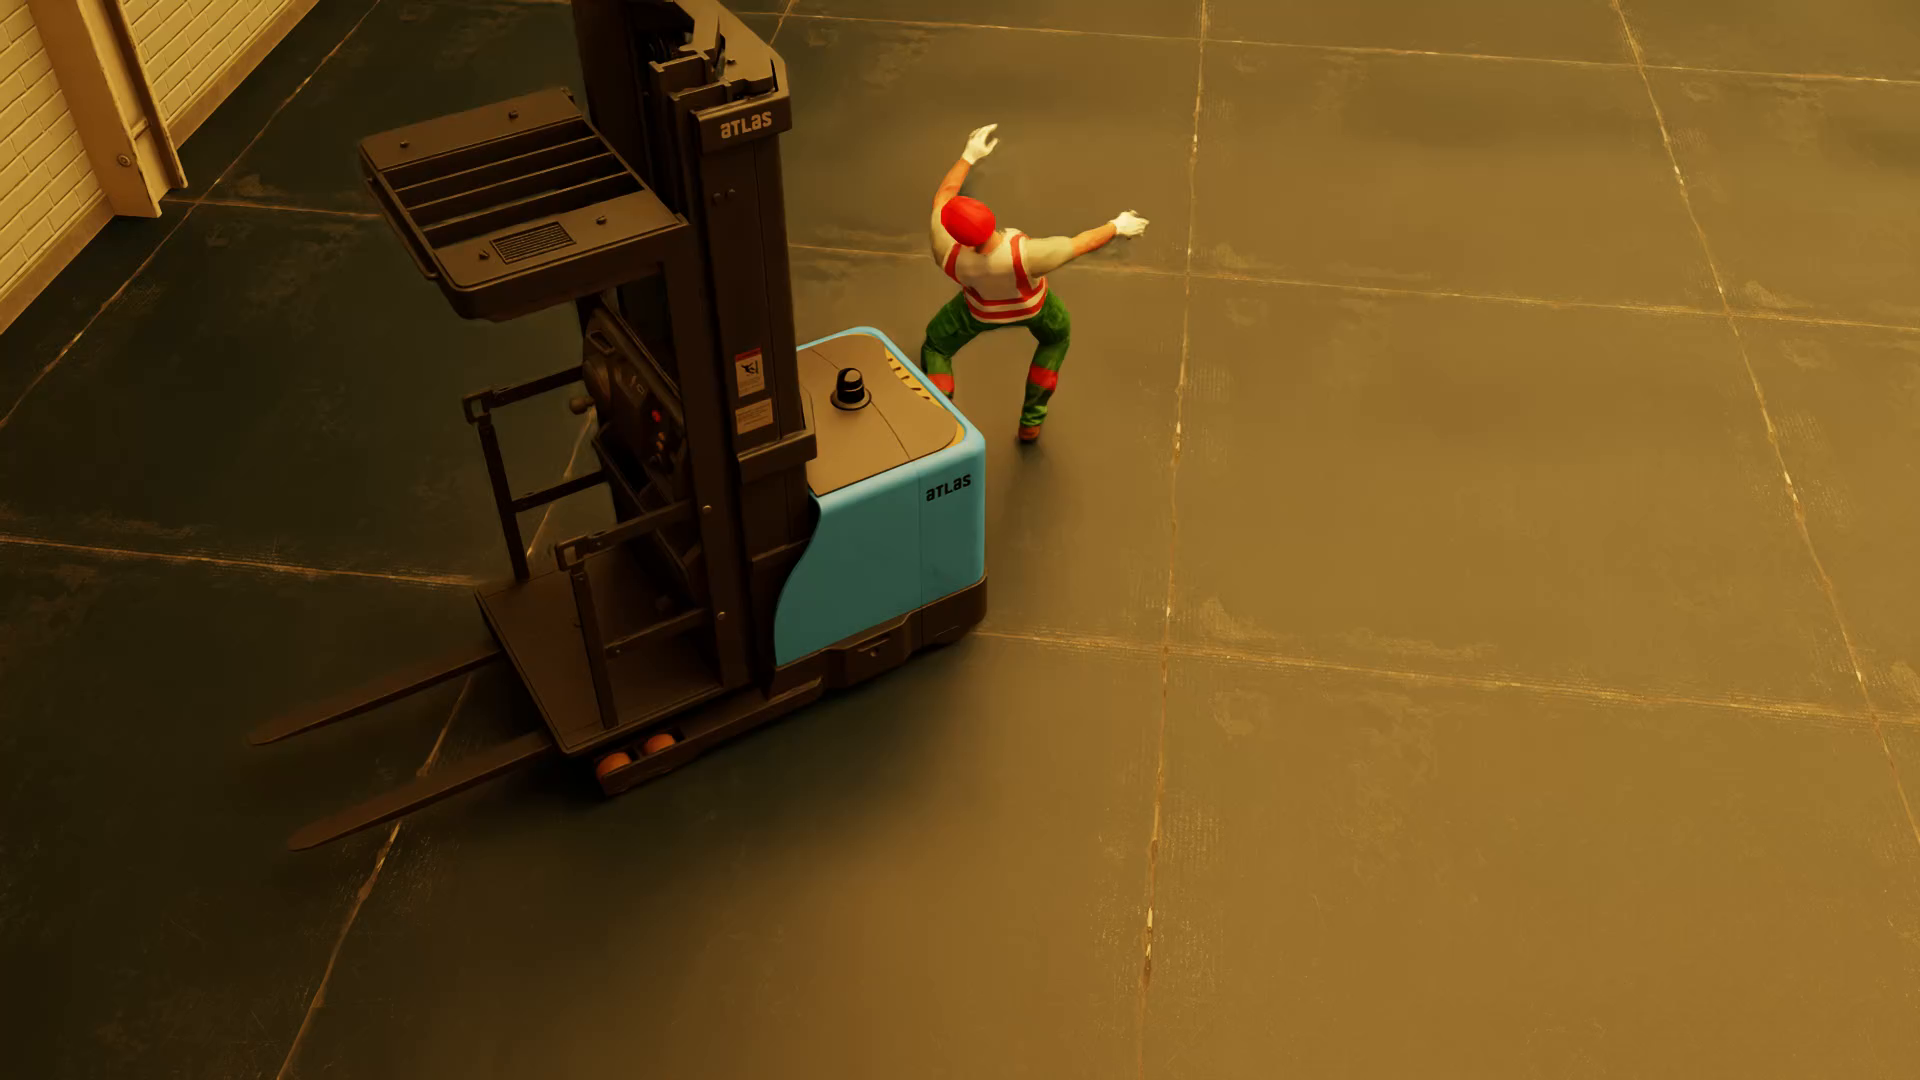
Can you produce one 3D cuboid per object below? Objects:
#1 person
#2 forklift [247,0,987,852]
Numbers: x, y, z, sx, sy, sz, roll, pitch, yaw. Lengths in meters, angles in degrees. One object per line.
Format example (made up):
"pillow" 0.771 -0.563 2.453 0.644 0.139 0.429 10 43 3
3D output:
"person" 0.349 -1.136 7.938 1.099 1.545 0.722 -3 43 -3
"forklift" -1.408 -0.462 6.227 3.031 2.935 1.130 -22 47 -22
